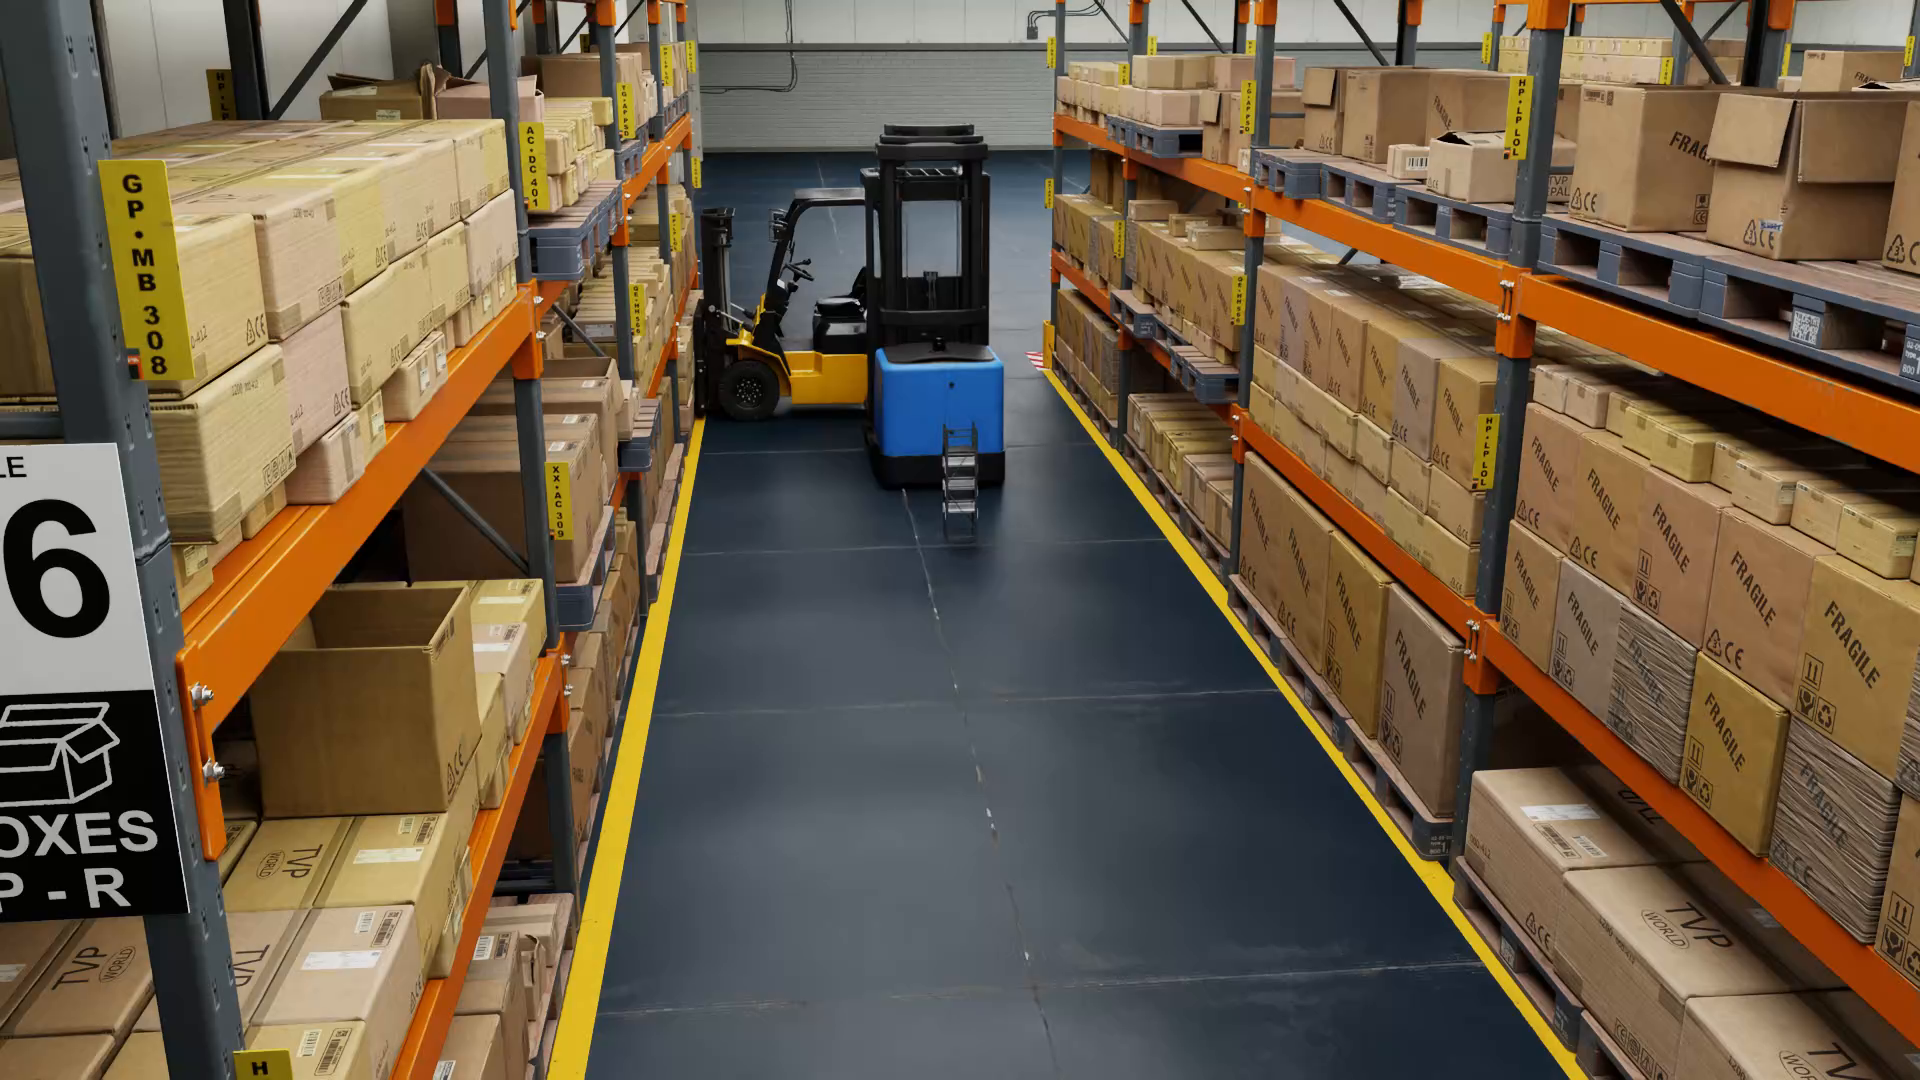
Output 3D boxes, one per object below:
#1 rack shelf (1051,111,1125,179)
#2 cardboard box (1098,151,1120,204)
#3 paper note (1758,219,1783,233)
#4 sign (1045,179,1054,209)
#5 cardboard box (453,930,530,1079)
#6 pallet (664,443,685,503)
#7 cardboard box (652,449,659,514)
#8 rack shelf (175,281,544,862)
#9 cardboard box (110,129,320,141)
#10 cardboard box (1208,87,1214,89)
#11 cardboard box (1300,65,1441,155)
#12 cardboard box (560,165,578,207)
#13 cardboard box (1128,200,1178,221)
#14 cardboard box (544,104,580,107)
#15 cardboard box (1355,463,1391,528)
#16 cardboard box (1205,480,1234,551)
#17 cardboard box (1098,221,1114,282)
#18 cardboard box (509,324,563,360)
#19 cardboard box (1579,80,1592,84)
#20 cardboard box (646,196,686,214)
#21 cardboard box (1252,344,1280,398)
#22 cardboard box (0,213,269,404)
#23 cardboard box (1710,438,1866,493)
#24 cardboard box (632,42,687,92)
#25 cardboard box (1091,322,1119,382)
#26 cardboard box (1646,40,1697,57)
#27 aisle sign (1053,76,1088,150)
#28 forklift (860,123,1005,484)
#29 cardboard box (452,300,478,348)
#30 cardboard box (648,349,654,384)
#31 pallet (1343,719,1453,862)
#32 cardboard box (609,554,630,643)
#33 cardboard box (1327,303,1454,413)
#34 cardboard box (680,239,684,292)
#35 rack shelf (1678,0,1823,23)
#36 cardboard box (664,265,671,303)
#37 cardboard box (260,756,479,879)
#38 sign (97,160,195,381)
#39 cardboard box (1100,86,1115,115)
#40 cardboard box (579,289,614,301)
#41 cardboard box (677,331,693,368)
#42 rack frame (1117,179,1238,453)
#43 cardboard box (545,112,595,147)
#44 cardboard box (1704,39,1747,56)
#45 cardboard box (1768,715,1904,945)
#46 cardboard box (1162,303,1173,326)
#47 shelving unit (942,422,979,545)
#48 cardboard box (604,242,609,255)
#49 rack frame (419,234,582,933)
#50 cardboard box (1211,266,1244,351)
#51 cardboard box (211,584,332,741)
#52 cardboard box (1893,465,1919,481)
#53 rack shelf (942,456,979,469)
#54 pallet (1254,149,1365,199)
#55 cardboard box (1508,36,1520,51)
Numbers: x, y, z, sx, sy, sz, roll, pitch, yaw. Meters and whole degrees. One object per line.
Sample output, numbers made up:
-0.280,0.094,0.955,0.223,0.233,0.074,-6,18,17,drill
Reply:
1.743,-3.946,16.433,1.077,0.370,4.000,-2,18,-6,rack shelf
1.851,-3.825,17.519,0.700,0.500,0.500,-2,18,-5,cardboard box
2.391,-0.929,4.912,0.006,0.032,0.123,-2,18,-6,paper note
0.997,-3.851,18.489,0.100,0.325,0.005,-2,18,-6,sign
-1.876,1.709,5.698,0.700,0.500,0.500,-2,18,-8,cardboard box
-2.873,-0.560,14.107,1.003,0.211,1.213,-2,18,-6,pallet
-2.771,-0.565,12.733,0.875,0.625,0.625,-3,18,-8,cardboard box
-1.957,-0.217,4.553,1.077,0.370,4.000,-2,18,-6,rack shelf
-2.326,-1.155,5.258,0.500,0.250,0.500,-2,18,-7,cardboard box
2.200,-3.502,13.366,0.500,0.250,0.500,-2,17,-5,cardboard box
2.550,-2.644,10.210,0.797,0.503,0.637,-3,18,-9,cardboard box
-1.790,-1.464,6.875,0.380,0.149,0.250,-2,17,-5,cardboard box
1.646,-2.811,14.176,0.380,0.149,0.250,-2,18,-6,cardboard box
-2.262,-2.279,9.007,0.380,0.149,0.250,-2,18,-6,cardboard box
2.393,-0.236,8.672,0.500,0.250,0.500,-2,18,-7,cardboard box
2.313,-0.186,11.948,0.950,0.372,0.625,-3,18,-9,cardboard box
1.596,-2.730,15.702,0.500,0.500,0.500,-1,17,-4,cardboard box
-2.678,-1.006,10.007,0.500,0.500,0.500,-1,17,-3,cardboard box
6.373,-4.483,16.493,0.380,0.149,0.250,-2,18,-6,cardboard box
-2.923,-3.322,16.503,0.380,0.149,0.250,-1,17,-5,cardboard box
2.168,-1.079,10.523,0.500,0.250,0.500,-2,18,-6,cardboard box
-1.546,-0.413,2.896,0.500,0.250,0.500,-2,18,-6,cardboard box
2.730,-0.232,5.490,0.380,0.149,0.250,-2,18,-6,cardboard box
-3.112,-4.903,17.242,0.500,0.500,0.500,-1,17,-4,cardboard box
1.567,-1.828,16.131,0.500,0.500,0.500,-1,17,-5,cardboard box
6.507,-4.485,15.166,0.380,0.149,0.250,-2,18,-6,cardboard box
1.222,-4.704,18.311,0.394,0.787,0.004,-2,18,-6,aisle sign
-0.315,-2.264,14.994,1.130,2.935,3.031,-2,18,-7,forklift
-1.770,-0.711,5.347,0.380,0.149,0.250,-2,18,-6,cardboard box
-2.485,-1.288,12.022,0.500,0.250,0.500,-2,18,-7,cardboard box
2.619,1.224,8.427,1.003,0.211,1.213,-2,18,-6,pallet
-2.277,0.345,10.044,0.500,0.500,0.500,-2,18,-6,cardboard box
2.316,-0.989,8.982,0.500,0.500,0.500,-1,17,-5,cardboard box
-2.898,-2.602,15.789,0.500,0.500,0.500,-2,18,-6,cardboard box
7.068,-4.178,12.831,1.077,0.370,4.000,-2,18,-6,rack shelf
-2.683,-2.137,13.891,0.500,0.250,0.500,-2,18,-7,cardboard box
-1.711,0.800,4.874,0.500,0.250,0.500,-2,18,-7,cardboard box
-1.211,-0.398,2.470,0.100,0.325,0.005,-2,18,-6,sign
1.582,-4.038,15.277,0.500,0.250,0.500,-2,18,-7,cardboard box
-2.491,-1.684,11.785,0.380,0.149,0.250,-2,17,-5,cardboard box
-2.768,-1.780,15.560,0.500,0.250,0.500,-2,18,-6,cardboard box
1.949,-2.263,14.877,1.000,3.000,0.127,-2,18,-6,rack frame
-1.975,-1.986,8.041,0.380,0.149,0.250,-2,18,-5,cardboard box
7.135,-4.581,15.472,0.380,0.149,0.250,-2,18,-6,cardboard box
2.774,0.826,4.870,0.500,0.500,0.500,-1,17,-4,cardboard box
1.798,-1.780,13.056,0.380,0.149,0.250,-1,17,-4,cardboard box
0.001,-0.427,12.535,0.258,0.900,0.210,-2,18,-6,shelving unit
-3.277,-2.553,14.552,0.380,0.149,0.250,-2,18,-6,cardboard box
-2.163,0.275,6.793,1.000,3.000,0.127,-2,18,-6,rack frame
2.038,-1.588,11.362,0.500,0.500,0.500,-2,18,-7,cardboard box
-2.274,0.299,5.219,0.500,0.500,0.500,-2,18,-7,cardboard box
3.232,-0.176,5.311,0.380,0.149,0.250,-2,18,-6,cardboard box
0.001,-0.567,12.491,0.258,0.077,0.200,-2,18,-6,rack shelf
2.481,-2.222,10.054,1.213,0.211,1.003,-1,17,-3,pallet
6.192,-5.393,18.061,0.380,0.149,0.250,-2,18,-5,cardboard box
